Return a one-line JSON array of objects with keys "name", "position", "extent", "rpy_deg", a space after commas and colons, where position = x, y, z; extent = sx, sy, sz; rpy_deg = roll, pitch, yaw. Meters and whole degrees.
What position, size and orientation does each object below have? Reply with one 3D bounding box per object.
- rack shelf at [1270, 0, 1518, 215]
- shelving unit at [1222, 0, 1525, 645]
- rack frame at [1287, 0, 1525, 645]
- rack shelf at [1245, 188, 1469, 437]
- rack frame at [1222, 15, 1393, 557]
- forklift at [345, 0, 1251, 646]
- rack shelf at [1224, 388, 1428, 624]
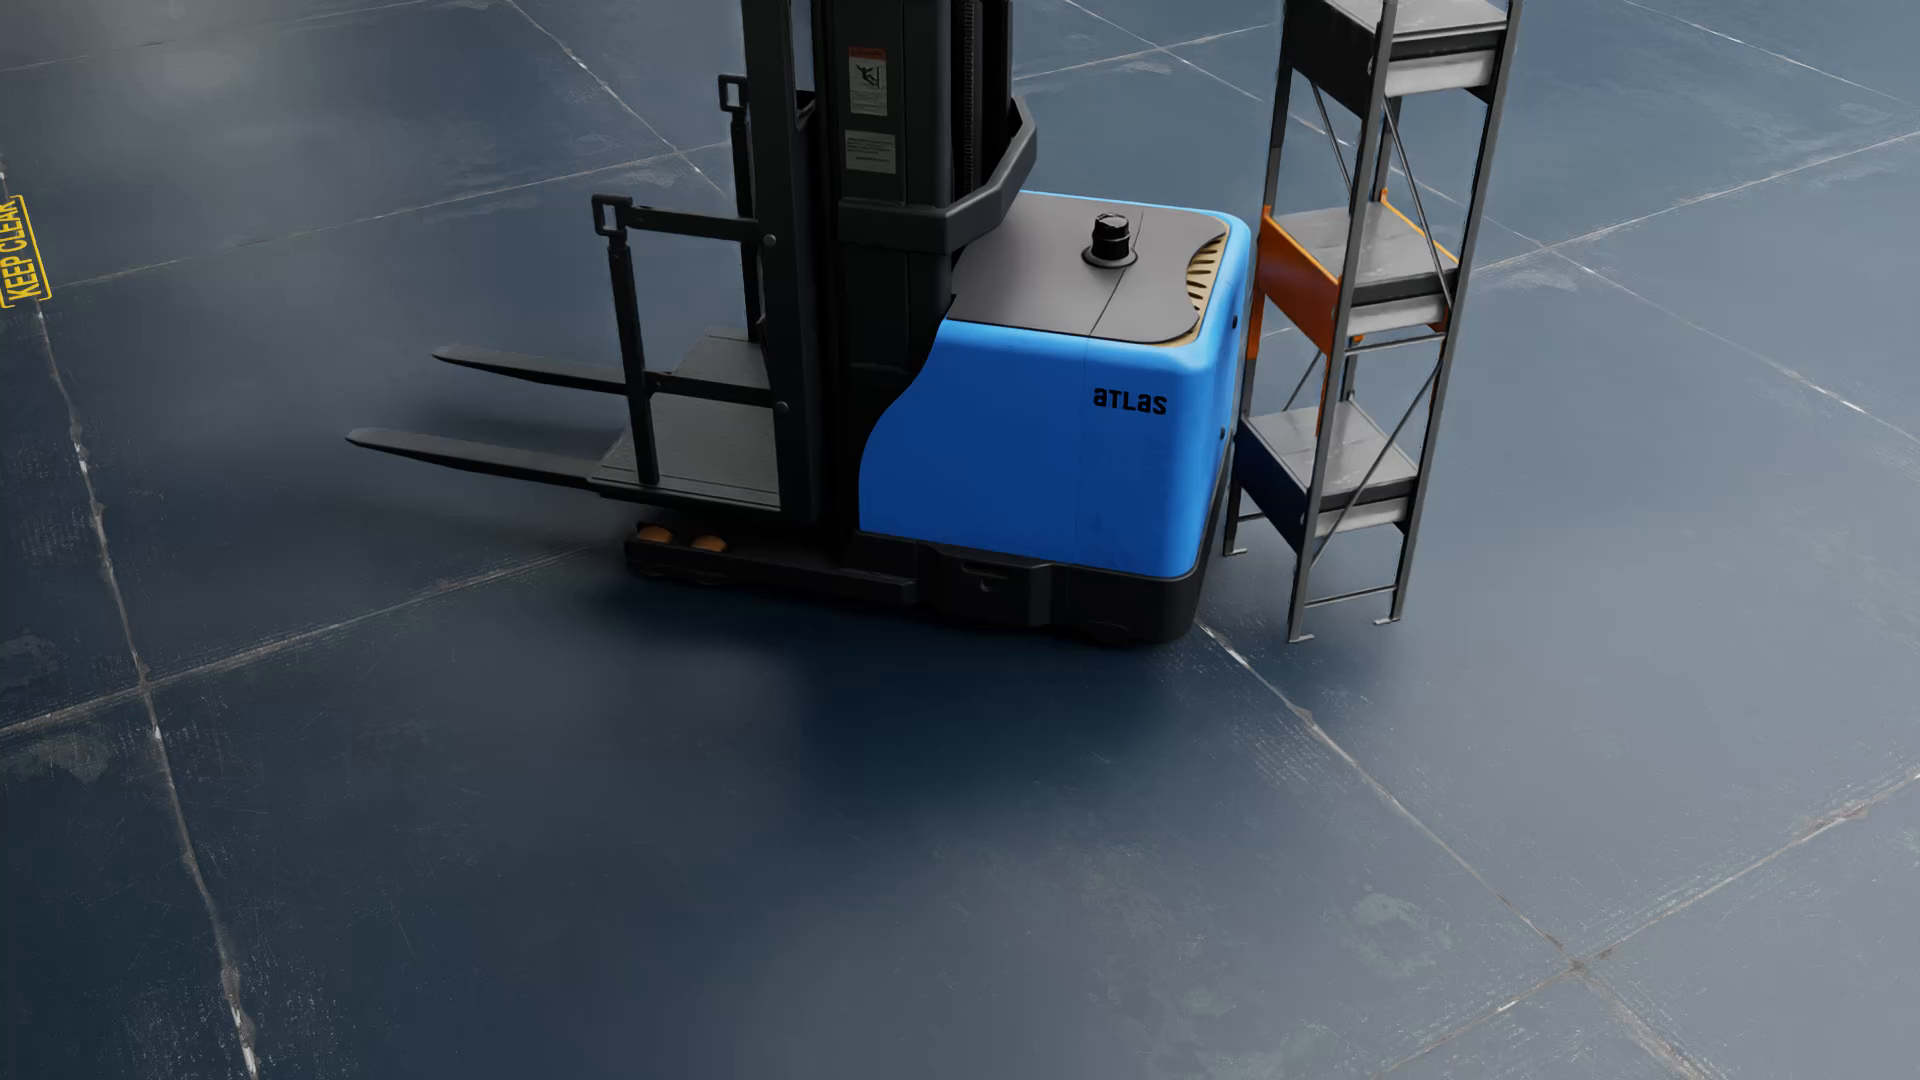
[{"name": "rack shelf", "position": [1.161, -1.245, 4.511], "extent": [0.431, 0.518, 0.480], "rpy_deg": [-11, 37, -14]}, {"name": "shelving unit", "position": [1.161, -0.691, 4.916], "extent": [0.431, 2.100, 0.503], "rpy_deg": [-11, 37, -14]}, {"name": "rack frame", "position": [1.235, -0.554, 4.728], "extent": [0.400, 2.100, 0.015], "rpy_deg": [-11, 37, -14]}, {"name": "rack shelf", "position": [1.161, -0.680, 4.924], "extent": [0.431, 0.518, 0.480], "rpy_deg": [-11, 37, -14]}, {"name": "rack frame", "position": [1.087, -0.828, 5.103], "extent": [0.400, 2.100, 0.015], "rpy_deg": [-11, 37, -14]}, {"name": "forklift", "position": [-0.623, -1.323, 5.076], "extent": [3.031, 2.935, 1.130], "rpy_deg": [9, 37, 12]}, {"name": "rack shelf", "position": [1.161, -0.115, 5.337], "extent": [0.431, 0.518, 0.480], "rpy_deg": [-11, 37, -14]}]
